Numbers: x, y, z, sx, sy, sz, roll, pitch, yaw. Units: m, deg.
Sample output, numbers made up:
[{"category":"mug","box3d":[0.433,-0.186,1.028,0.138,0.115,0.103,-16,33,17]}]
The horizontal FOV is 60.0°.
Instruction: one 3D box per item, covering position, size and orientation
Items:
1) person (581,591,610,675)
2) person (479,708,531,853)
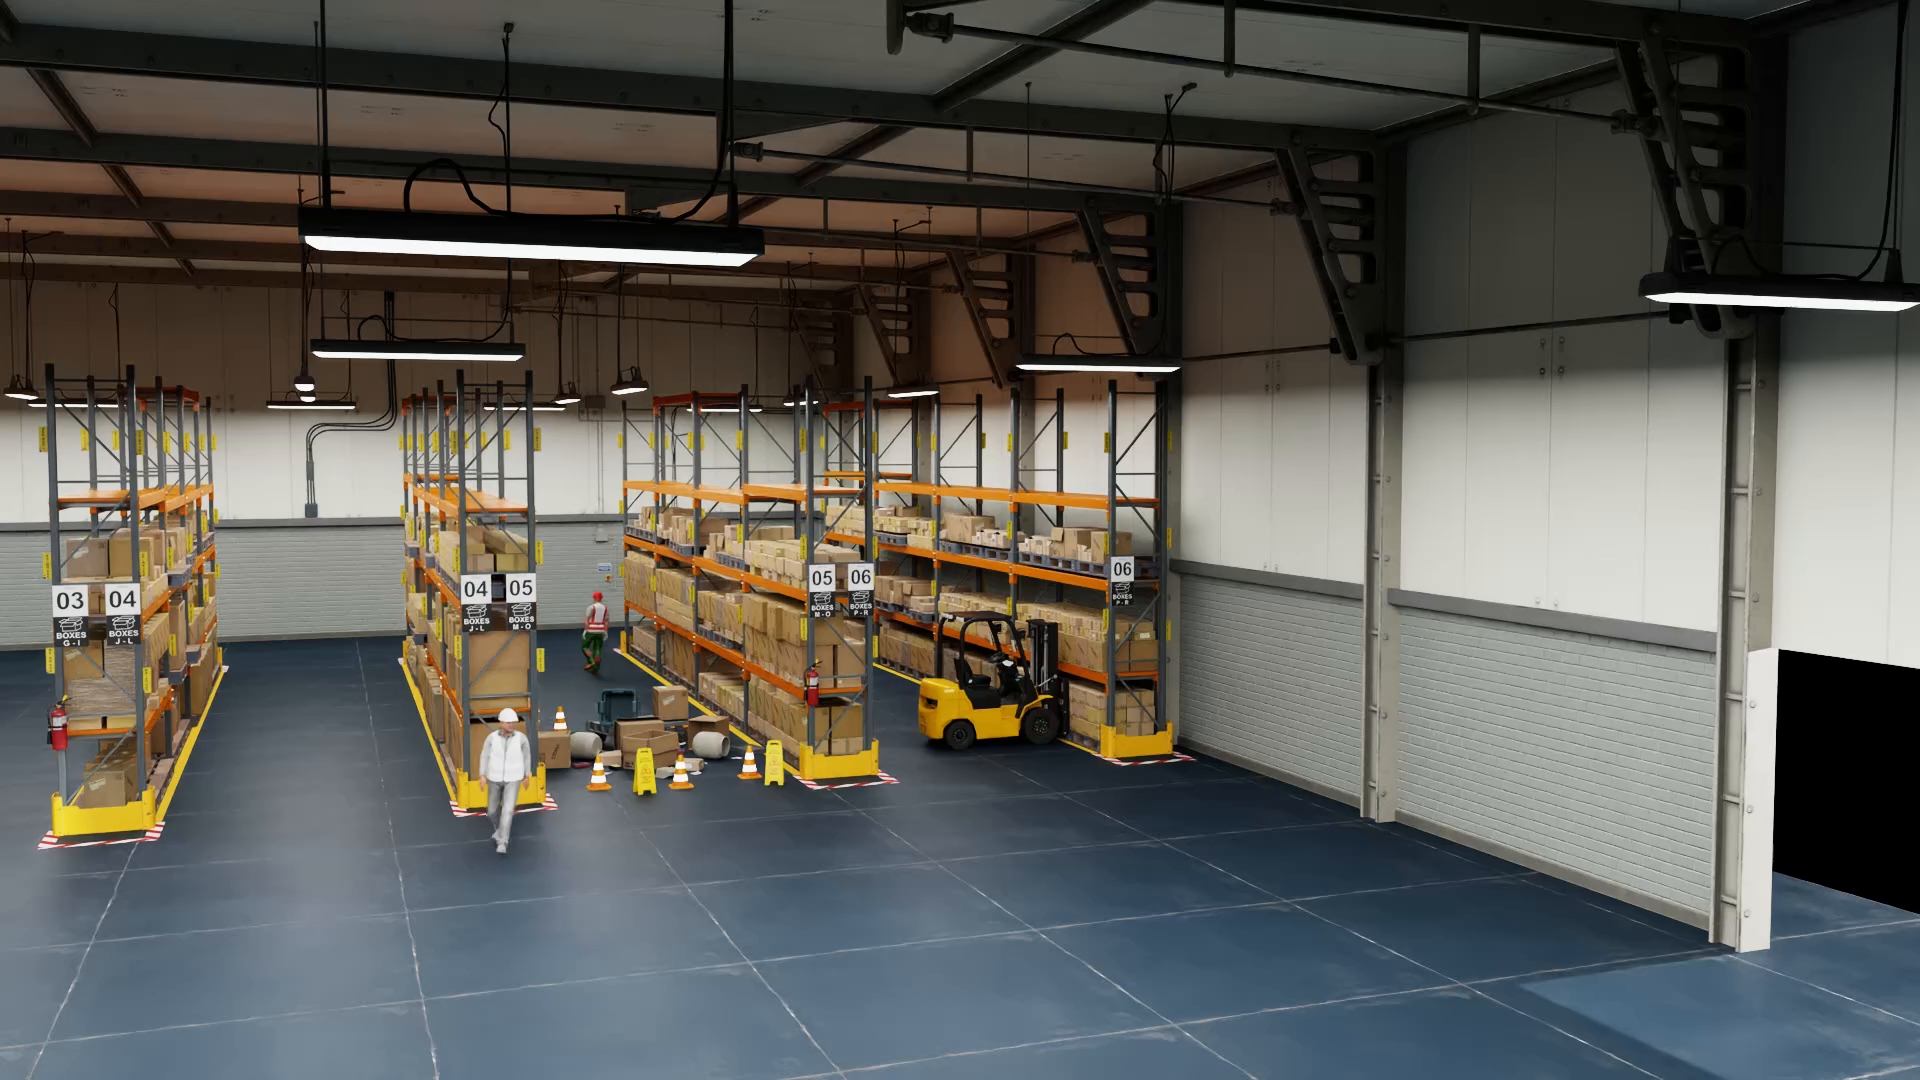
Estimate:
[{"category":"person","box3d":[-7.871,2.005,35.910,0.631,1.784,0.480,-2,4,-35]},{"category":"person","box3d":[-5.603,2.943,20.493,0.612,1.737,0.965,-1,3,-13]}]
